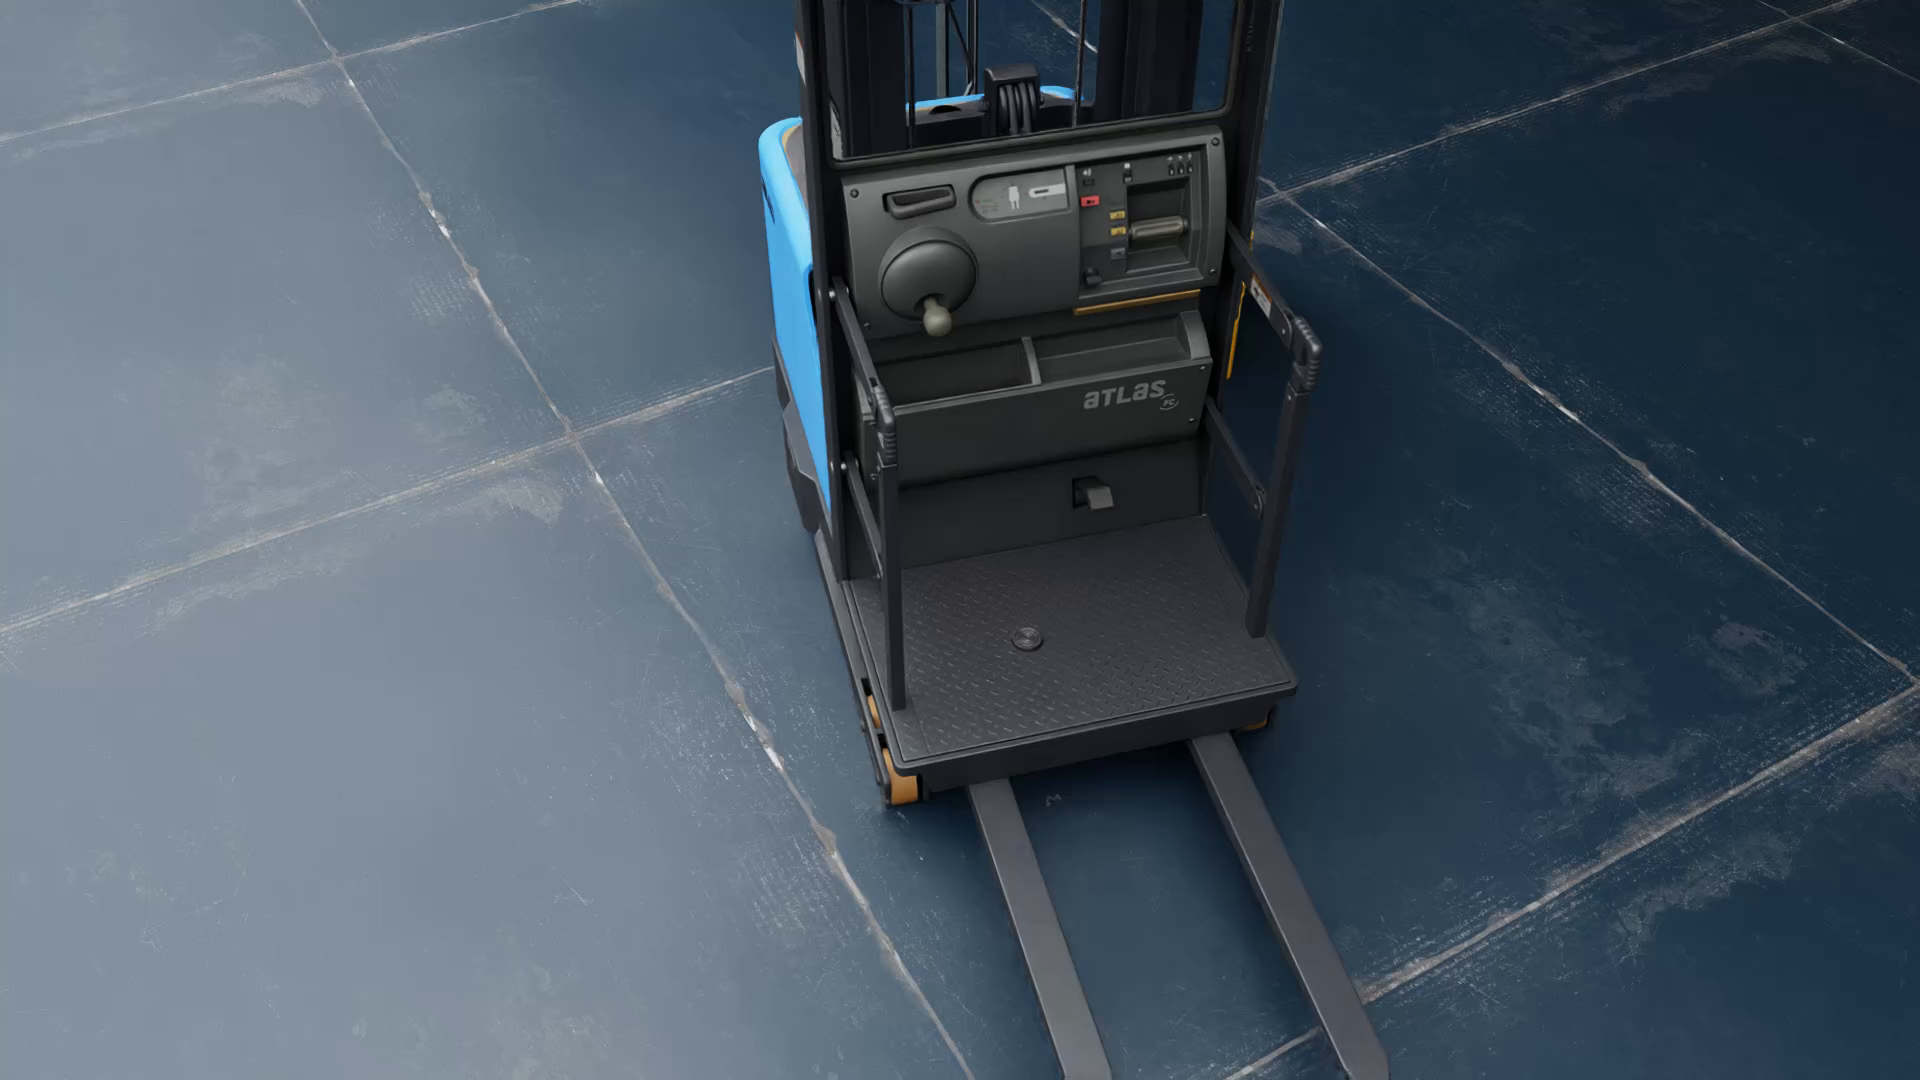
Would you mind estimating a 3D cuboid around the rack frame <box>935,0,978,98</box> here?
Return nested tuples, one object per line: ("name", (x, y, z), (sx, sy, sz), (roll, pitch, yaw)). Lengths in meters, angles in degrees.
("rack frame", (-0.008, -1.449, 5.666), (0.032, 1.500, 0.500), (9, 45, 9))

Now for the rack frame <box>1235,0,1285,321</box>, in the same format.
("rack frame", (0.985, -1.296, 5.508), (0.032, 1.500, 0.500), (9, 45, 9))

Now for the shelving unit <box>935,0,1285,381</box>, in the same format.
("shelving unit", (0.480, -1.373, 5.588), (1.083, 1.500, 0.587), (9, 45, 9))

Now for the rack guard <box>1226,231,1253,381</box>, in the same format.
("rack guard", (0.966, -0.850, 5.946), (0.087, 0.250, 0.587), (9, 45, 9))

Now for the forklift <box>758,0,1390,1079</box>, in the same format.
("forklift", (0.246, -0.639, 3.804), (1.130, 2.935, 3.031), (-10, 45, -11))
